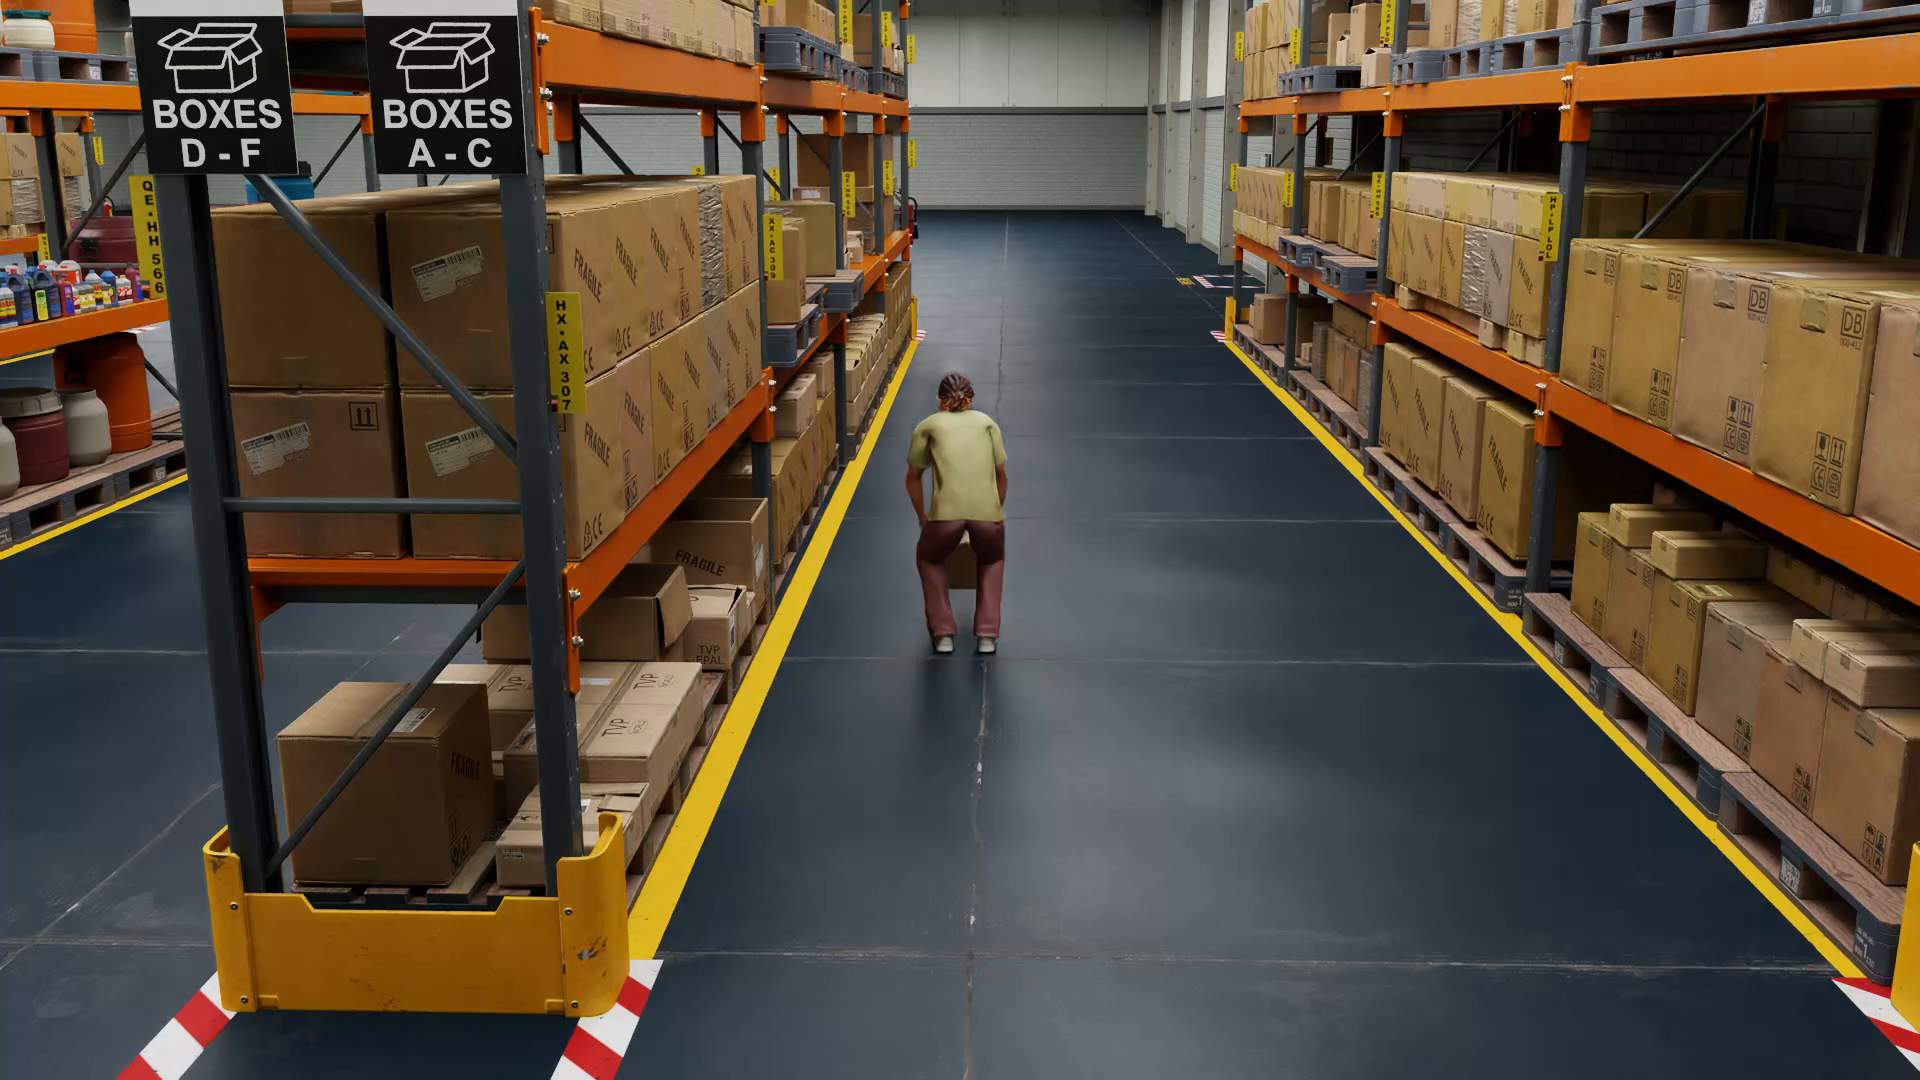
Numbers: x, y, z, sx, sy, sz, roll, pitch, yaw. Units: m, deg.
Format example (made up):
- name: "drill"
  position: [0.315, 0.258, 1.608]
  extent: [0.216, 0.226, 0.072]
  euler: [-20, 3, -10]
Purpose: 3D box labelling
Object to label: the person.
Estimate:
- name: "person"
  position: [-0.015, -0.128, 8.232]
  extent: [0.511, 1.335, 0.666]
  euler: [0, 14, -1]
